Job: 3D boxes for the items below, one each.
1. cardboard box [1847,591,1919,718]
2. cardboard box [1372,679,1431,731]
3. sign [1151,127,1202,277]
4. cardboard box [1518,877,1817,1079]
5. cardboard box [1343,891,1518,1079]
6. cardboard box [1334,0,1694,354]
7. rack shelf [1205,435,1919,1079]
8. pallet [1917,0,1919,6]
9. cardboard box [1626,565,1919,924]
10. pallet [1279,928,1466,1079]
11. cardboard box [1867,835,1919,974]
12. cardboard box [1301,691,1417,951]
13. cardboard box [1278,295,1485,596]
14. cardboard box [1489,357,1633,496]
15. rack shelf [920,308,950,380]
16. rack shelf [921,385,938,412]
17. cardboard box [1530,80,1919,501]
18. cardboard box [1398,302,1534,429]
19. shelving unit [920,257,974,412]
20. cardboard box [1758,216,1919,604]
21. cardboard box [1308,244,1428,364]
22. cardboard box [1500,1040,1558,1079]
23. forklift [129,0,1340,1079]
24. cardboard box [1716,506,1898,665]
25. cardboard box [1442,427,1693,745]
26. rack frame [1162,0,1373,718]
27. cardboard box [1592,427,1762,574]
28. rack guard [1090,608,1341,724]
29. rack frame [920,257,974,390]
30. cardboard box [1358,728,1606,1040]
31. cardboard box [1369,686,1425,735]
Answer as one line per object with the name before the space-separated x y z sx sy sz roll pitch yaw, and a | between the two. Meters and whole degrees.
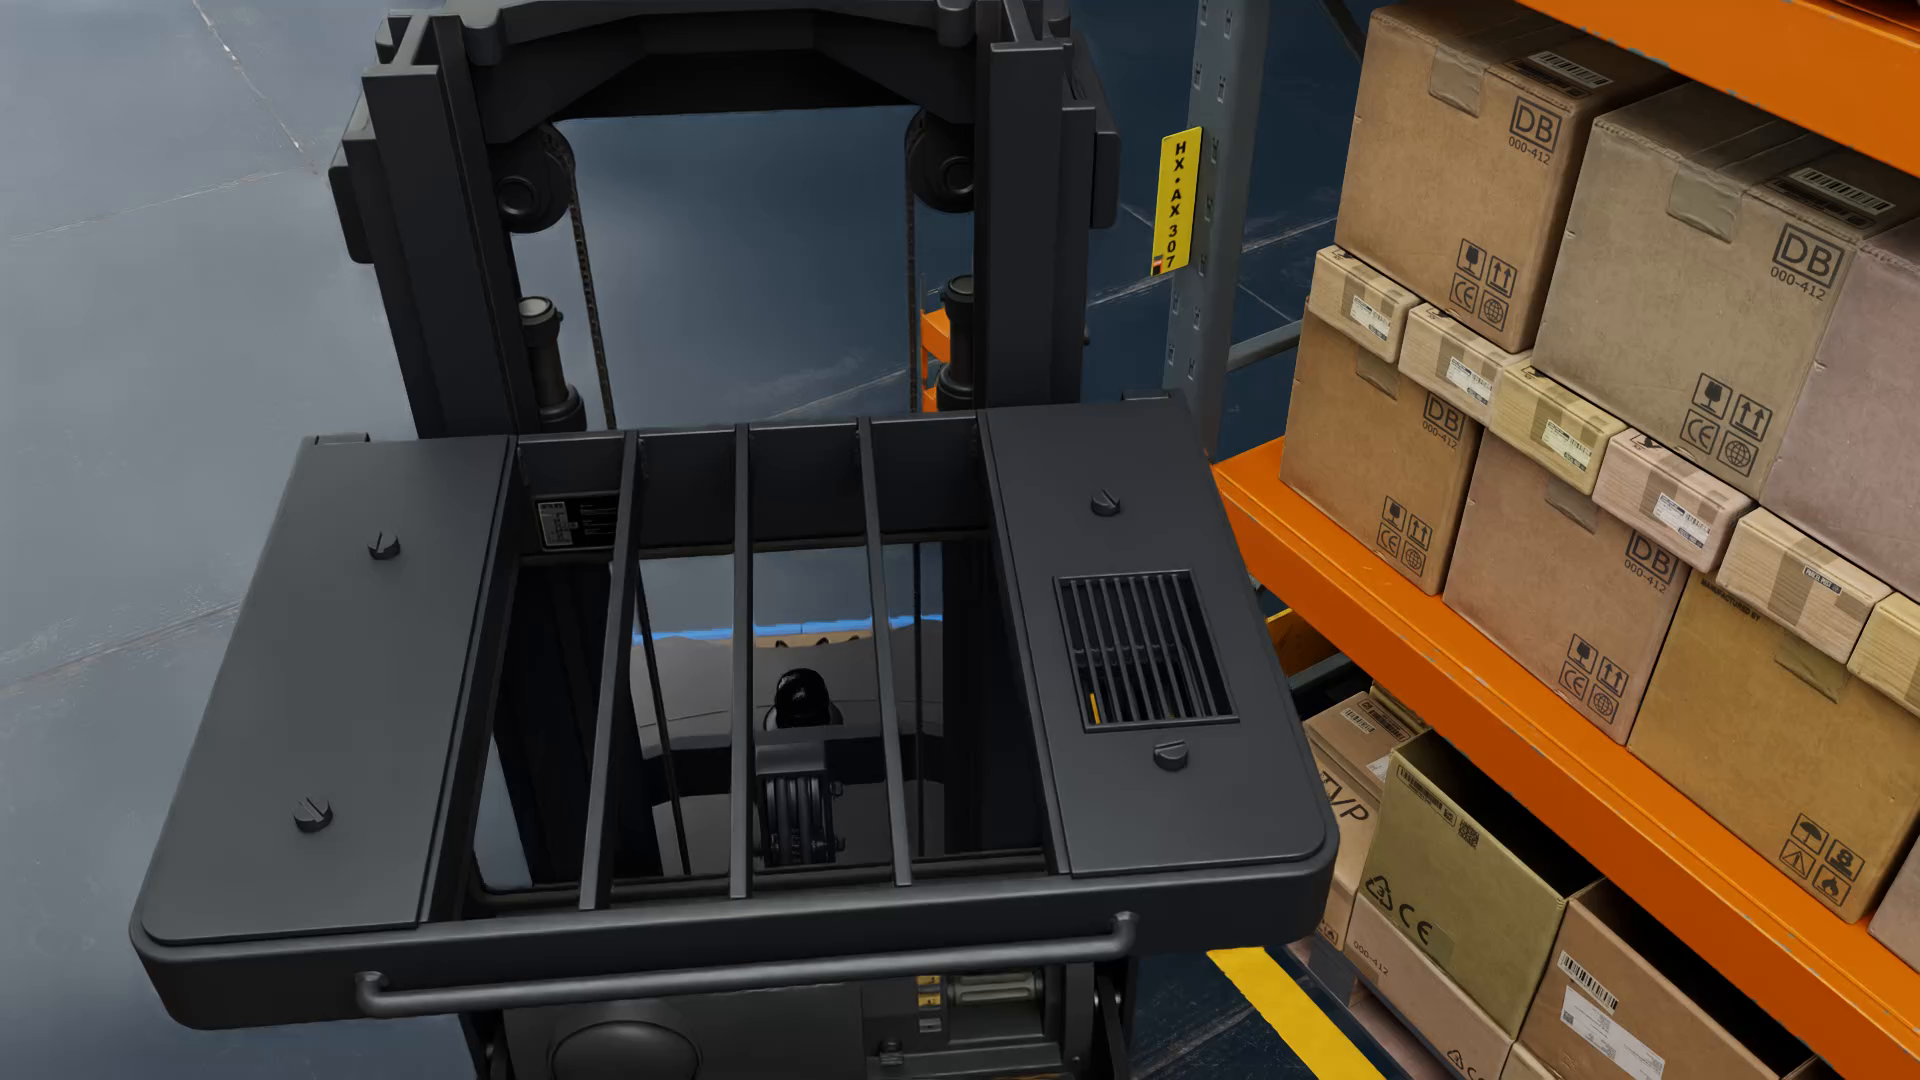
cardboard box | 1.652 0.154 2.637 0.380 0.149 0.250 -23 45 -25
cardboard box | 1.468 0.255 4.334 0.500 0.500 0.500 -22 45 -24
sign | 0.457 -0.714 3.525 0.100 0.325 0.005 -22 45 -24
cardboard box | 1.579 0.969 3.478 0.500 0.500 0.500 -22 45 -24
cardboard box | 1.301 0.991 4.037 0.500 0.250 0.500 -22 45 -24
cardboard box | 1.197 -0.790 3.264 0.700 0.500 0.500 -22 45 -24
rack shelf | 2.004 0.817 2.988 1.077 0.370 4.000 -22 45 -24
pallet | 1.947 -0.607 1.861 1.003 0.211 1.213 -22 45 -24
cardboard box | 1.717 0.231 3.051 0.700 0.500 0.500 -22 45 -24
pallet | 1.375 0.931 4.468 1.003 0.211 1.213 -22 45 -24
cardboard box | 2.004 0.514 2.712 0.700 0.500 0.500 -21 44 -23
cardboard box | 1.029 0.723 4.360 0.500 0.250 0.500 -22 45 -24
cardboard box | 1.169 -0.321 3.713 0.700 0.500 0.500 -22 45 -24
cardboard box | 1.235 -0.264 3.138 0.380 0.149 0.250 -22 45 -24
rack shelf | 0.029 -0.584 5.204 0.215 0.259 0.240 -22 45 -24
rack shelf | 0.029 -0.366 5.386 0.215 0.259 0.240 -22 45 -24
cardboard box | 1.485 -0.508 2.925 0.700 0.500 0.500 -23 45 -25
cardboard box | 1.102 -0.399 3.300 0.380 0.149 0.250 -23 45 -25
shelving unit | 0.029 -0.374 5.379 0.215 1.050 0.252 -22 45 -24
cardboard box | 1.756 -0.237 2.599 0.700 0.500 0.500 -22 45 -24
cardboard box | 0.958 -0.540 3.470 0.380 0.149 0.250 -23 45 -25
cardboard box | 1.570 1.261 3.713 0.500 0.250 0.500 -22 45 -24
forklift | -0.228 0.824 2.472 1.130 2.935 3.031 -4 40 -4
cardboard box | 1.514 0.016 2.802 0.380 0.149 0.250 -24 45 -26
cardboard box | 1.455 -0.039 3.375 0.700 0.500 0.500 -21 44 -23
rack frame | 0.929 -0.539 4.053 1.000 3.000 0.127 -22 45 -24
cardboard box | 1.369 -0.127 2.974 0.380 0.149 0.250 -23 45 -25
rack guard | 0.916 0.409 4.869 1.175 0.500 0.348 -22 45 -24
rack frame | -0.037 -0.440 5.458 0.200 1.050 0.008 -22 45 -24
cardboard box | 1.300 0.704 3.796 0.500 0.500 0.500 -22 45 -24
cardboard box | 1.466 0.544 4.574 0.500 0.250 0.500 -22 45 -24
